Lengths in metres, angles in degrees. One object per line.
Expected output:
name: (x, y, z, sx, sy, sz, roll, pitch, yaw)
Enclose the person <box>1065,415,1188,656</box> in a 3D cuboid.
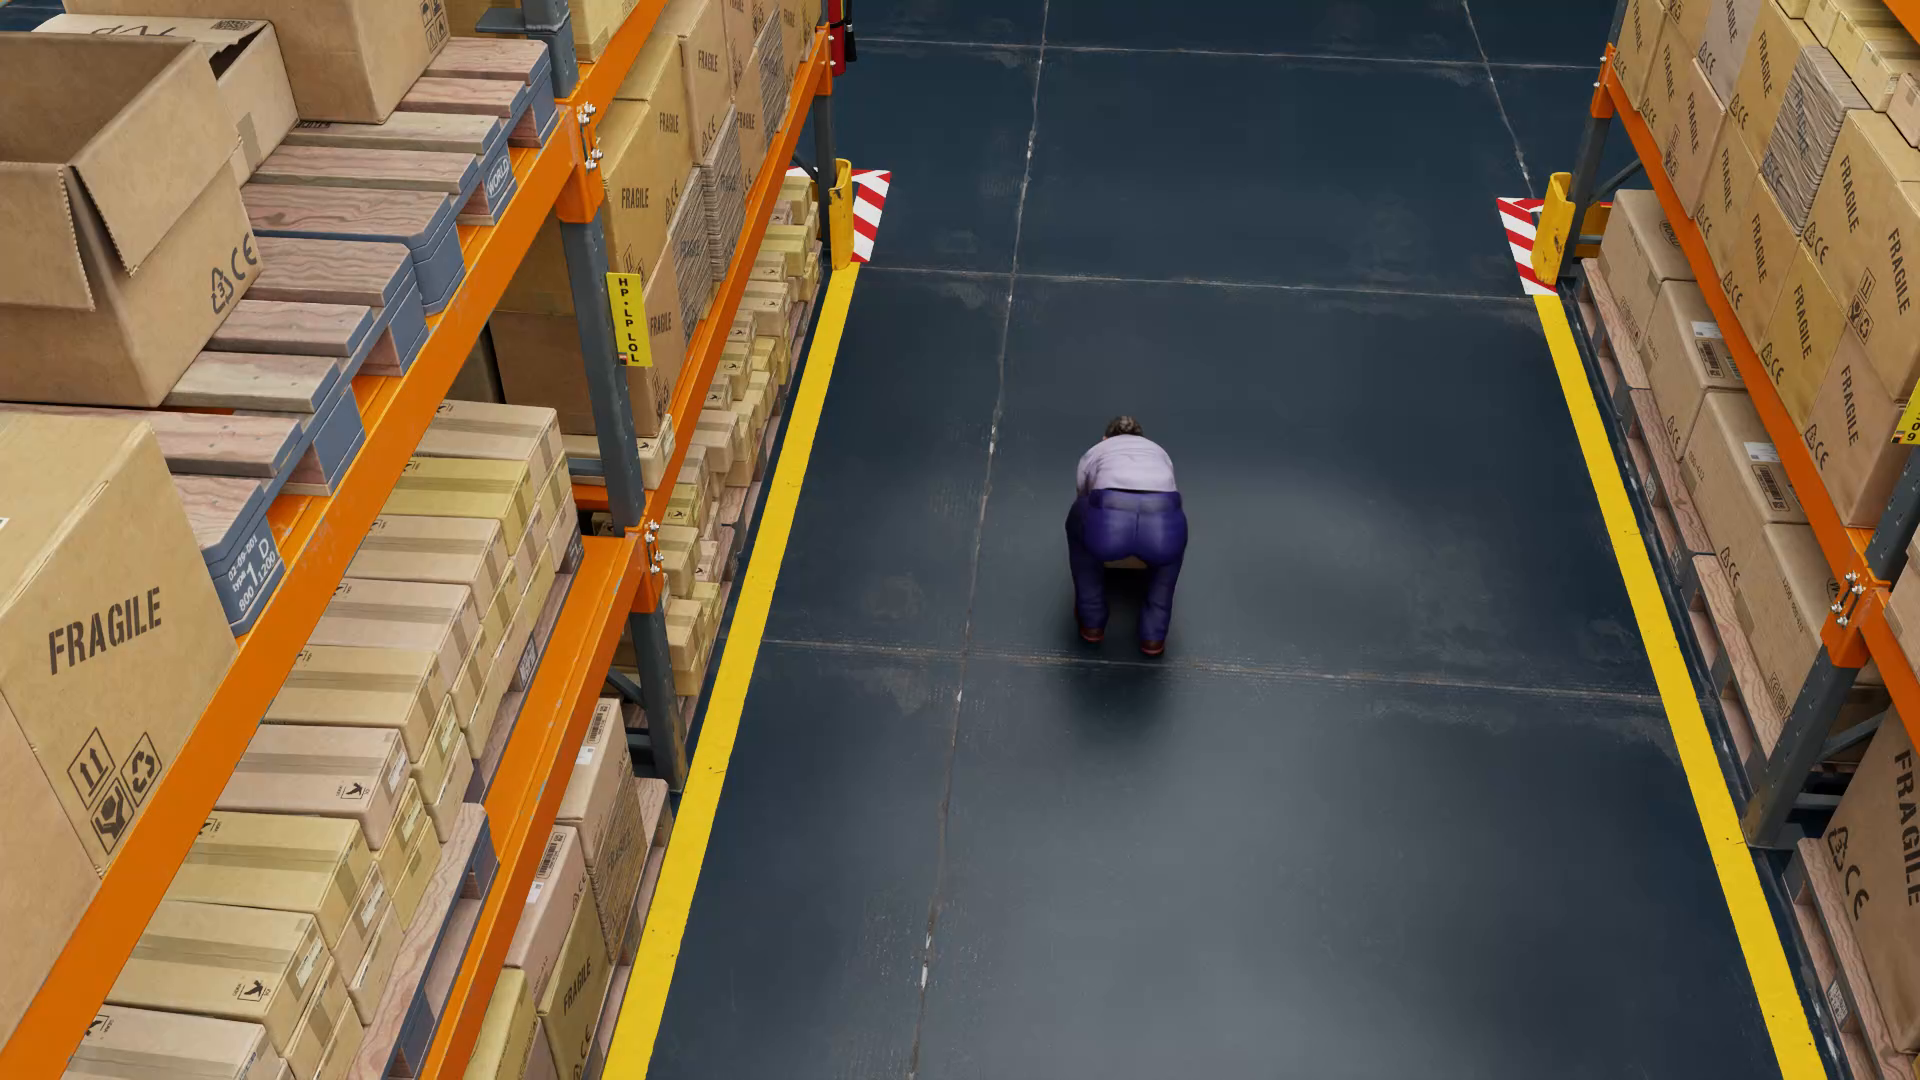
person: (0.682, -0.045, 6.822, 0.502, 0.873, 0.898, 1, 40, 2)
